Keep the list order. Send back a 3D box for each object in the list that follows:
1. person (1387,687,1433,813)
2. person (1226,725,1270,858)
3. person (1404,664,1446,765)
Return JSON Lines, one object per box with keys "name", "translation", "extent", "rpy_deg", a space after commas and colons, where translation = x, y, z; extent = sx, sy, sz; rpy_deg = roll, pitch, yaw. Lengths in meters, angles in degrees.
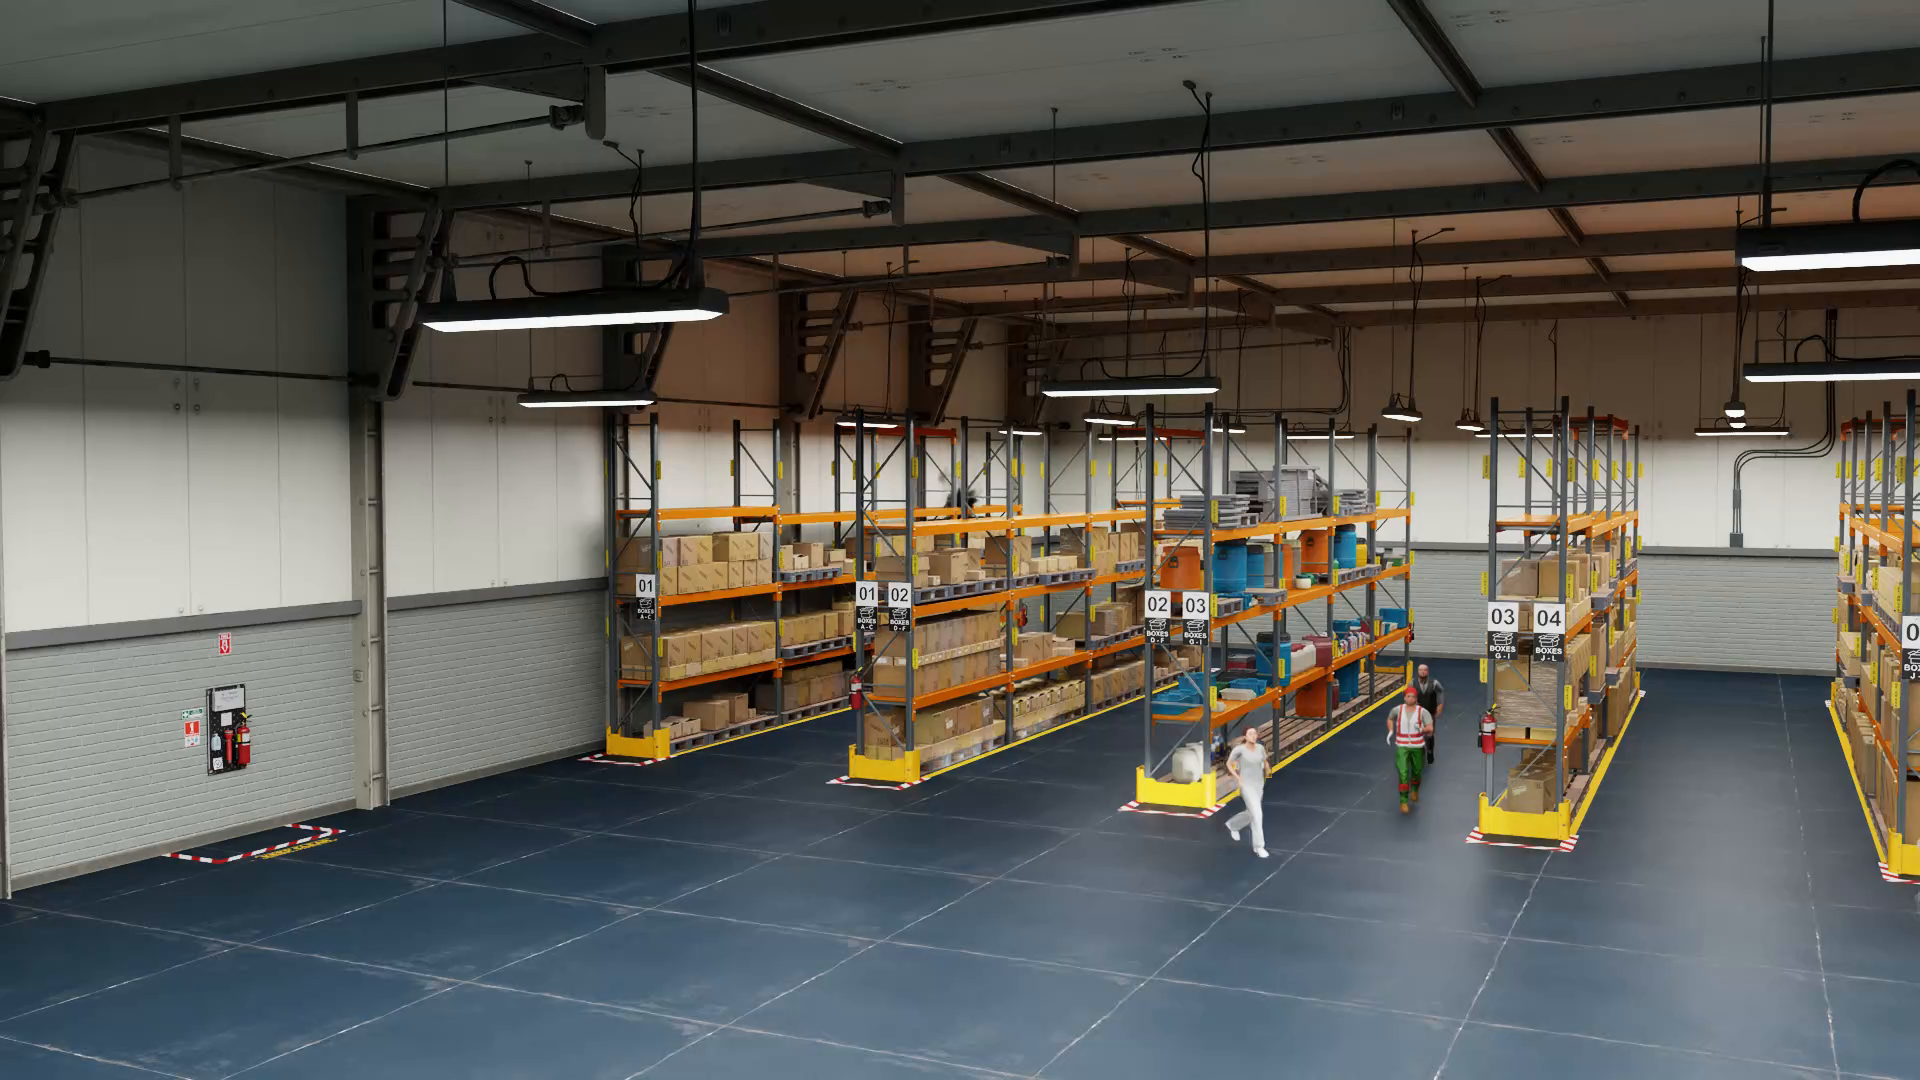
{"name": "person", "translation": [6.616, 3.045, 24.452], "extent": [0.659, 1.781, 0.991], "rpy_deg": [1, 2, 15]}
{"name": "person", "translation": [3.800, 3.255, 21.825], "extent": [0.560, 1.672, 0.863], "rpy_deg": [-1, 3, -26]}
{"name": "person", "translation": [7.871, 2.963, 28.181], "extent": [0.679, 1.705, 0.648], "rpy_deg": [1, 3, 18]}
